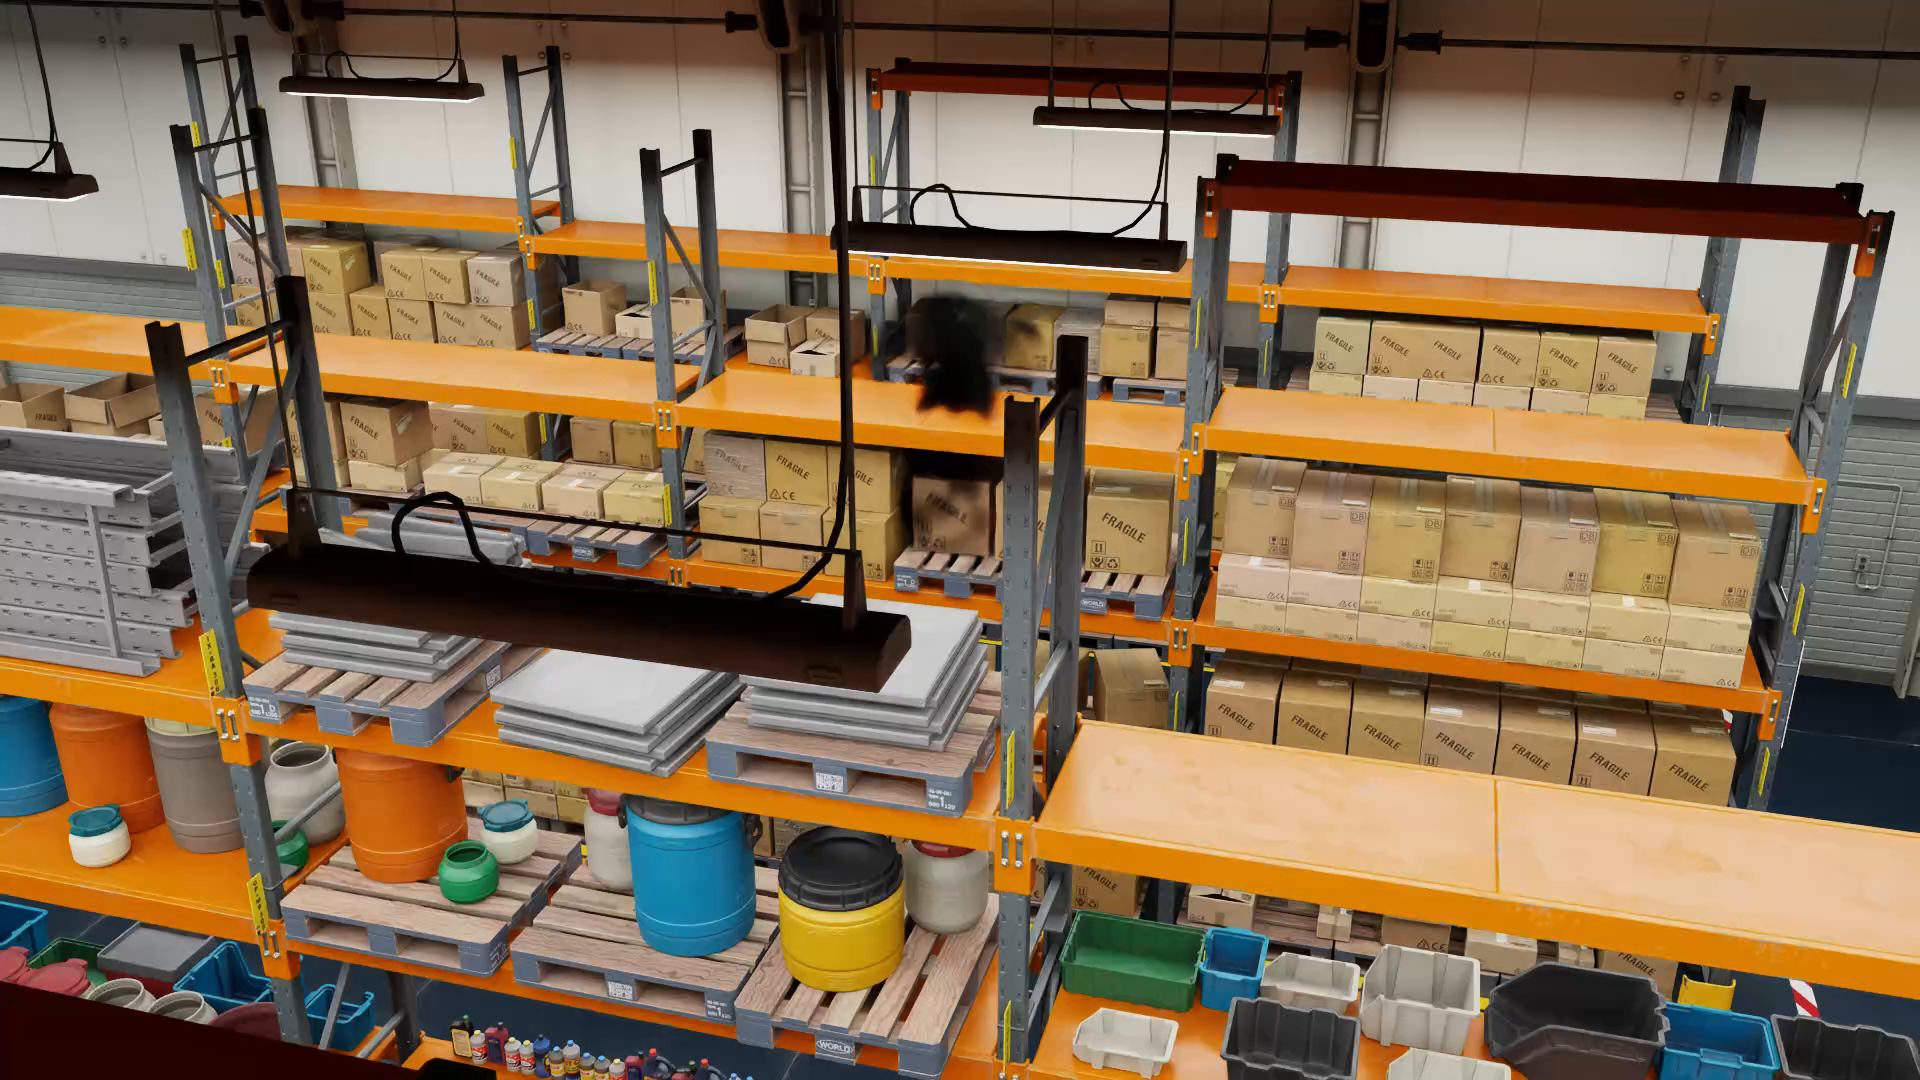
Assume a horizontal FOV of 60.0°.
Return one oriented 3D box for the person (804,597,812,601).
[{"bbox_3d":[-1.324,1.053,15.988,0.722,1.825,0.806,3,23,6],"label":"person"}]
